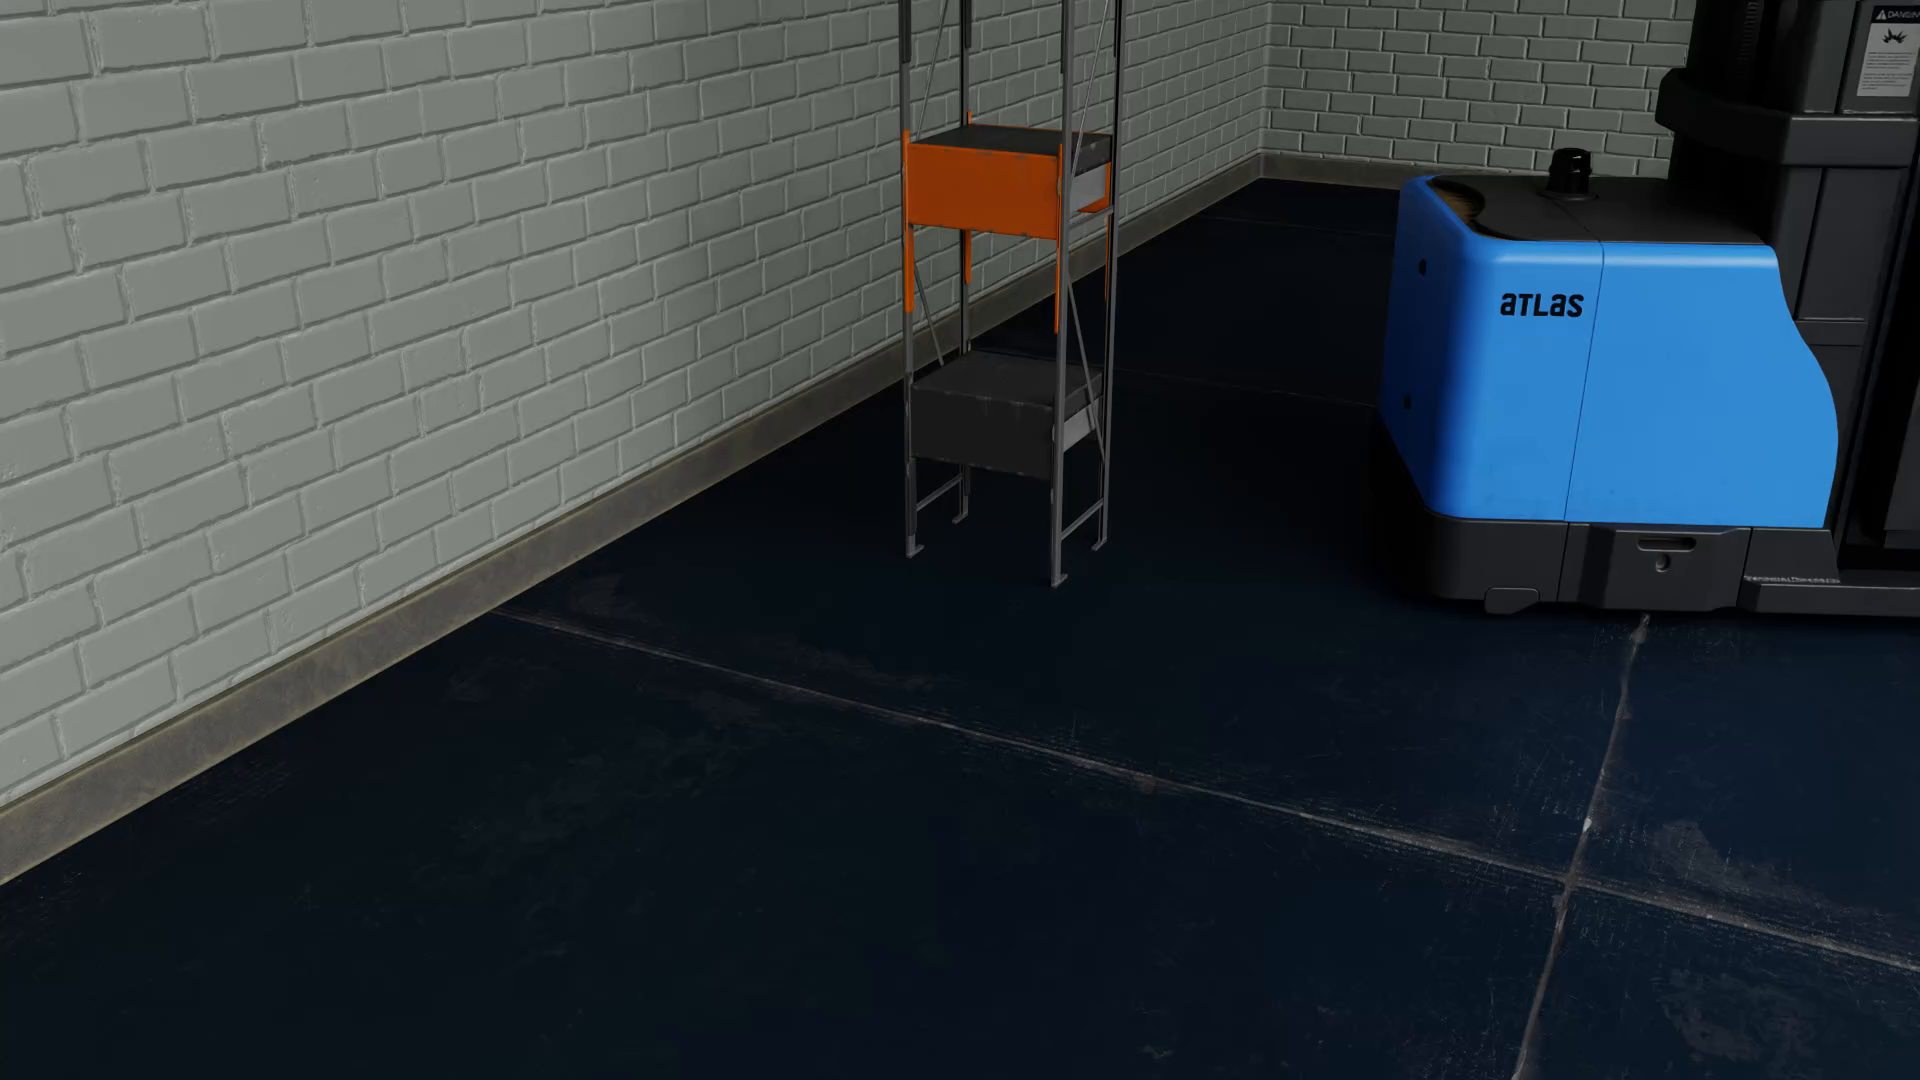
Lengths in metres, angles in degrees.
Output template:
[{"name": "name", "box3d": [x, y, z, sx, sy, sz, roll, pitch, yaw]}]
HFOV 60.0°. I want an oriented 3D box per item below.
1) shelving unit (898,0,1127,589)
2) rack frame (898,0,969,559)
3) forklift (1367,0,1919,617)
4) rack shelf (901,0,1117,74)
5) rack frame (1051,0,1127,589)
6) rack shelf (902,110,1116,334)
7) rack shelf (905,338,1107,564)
[{"name": "shelving unit", "box3d": [0.148, -0.937, 4.770, 0.503, 2.100, 0.431, 11, 25, 25]}, {"name": "rack frame", "box3d": [-0.070, -0.980, 4.872, 0.015, 2.100, 0.400, 11, 25, 25]}, {"name": "forklift", "box3d": [2.839, -1.281, 4.517, 3.031, 2.935, 1.130, 2, 23, 4]}, {"name": "rack shelf", "box3d": [0.148, -1.569, 4.502, 0.480, 0.518, 0.431, 11, 25, 25]}, {"name": "rack frame", "box3d": [0.365, -0.894, 4.669, 0.015, 2.100, 0.400, 11, 25, 25]}, {"name": "rack shelf", "box3d": [0.148, -0.924, 4.776, 0.480, 0.518, 0.431, 11, 25, 25]}, {"name": "rack shelf", "box3d": [0.148, -0.280, 5.050, 0.480, 0.518, 0.431, 11, 25, 25]}]
